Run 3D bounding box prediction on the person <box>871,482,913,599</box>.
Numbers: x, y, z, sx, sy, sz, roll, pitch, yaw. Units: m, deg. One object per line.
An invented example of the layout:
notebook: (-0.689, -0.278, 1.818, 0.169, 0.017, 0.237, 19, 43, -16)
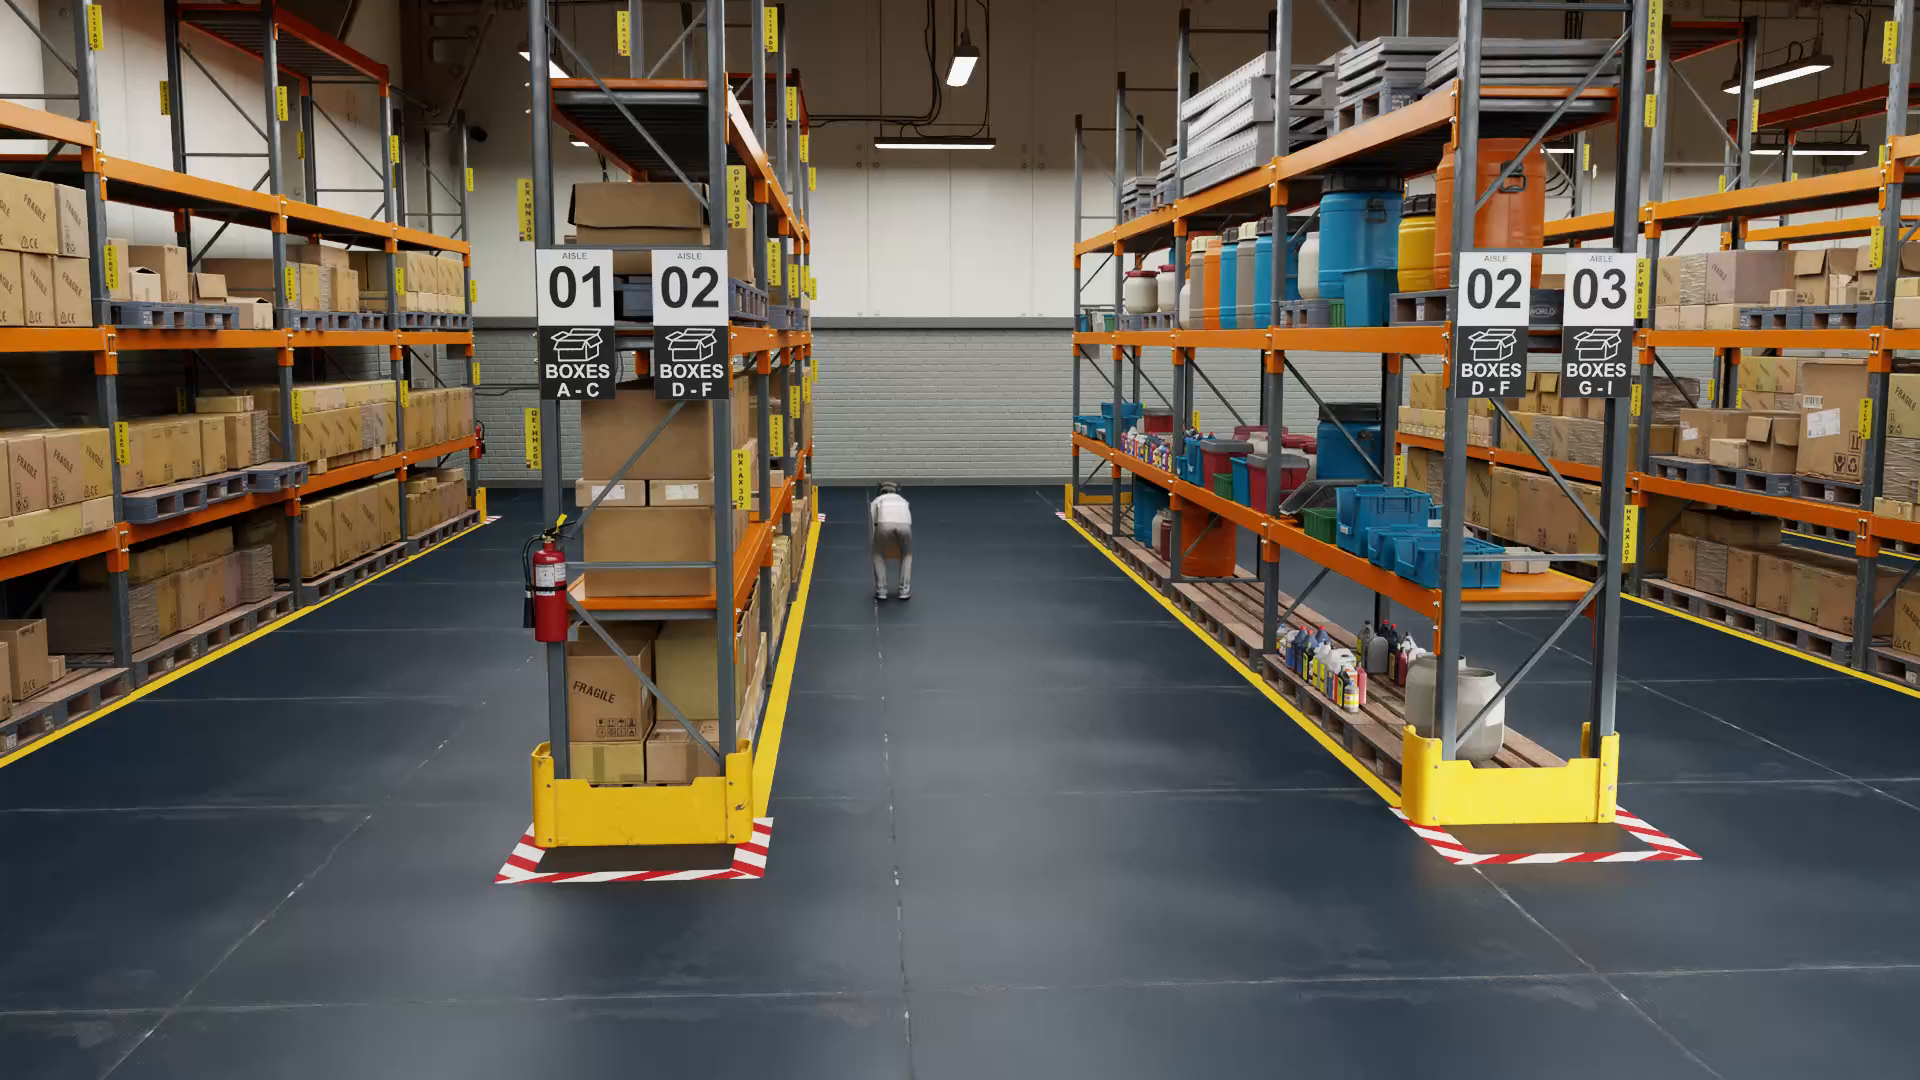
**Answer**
person: (-0.731, 0.002, 17.701, 0.433, 1.191, 0.908, -1, 7, -6)
